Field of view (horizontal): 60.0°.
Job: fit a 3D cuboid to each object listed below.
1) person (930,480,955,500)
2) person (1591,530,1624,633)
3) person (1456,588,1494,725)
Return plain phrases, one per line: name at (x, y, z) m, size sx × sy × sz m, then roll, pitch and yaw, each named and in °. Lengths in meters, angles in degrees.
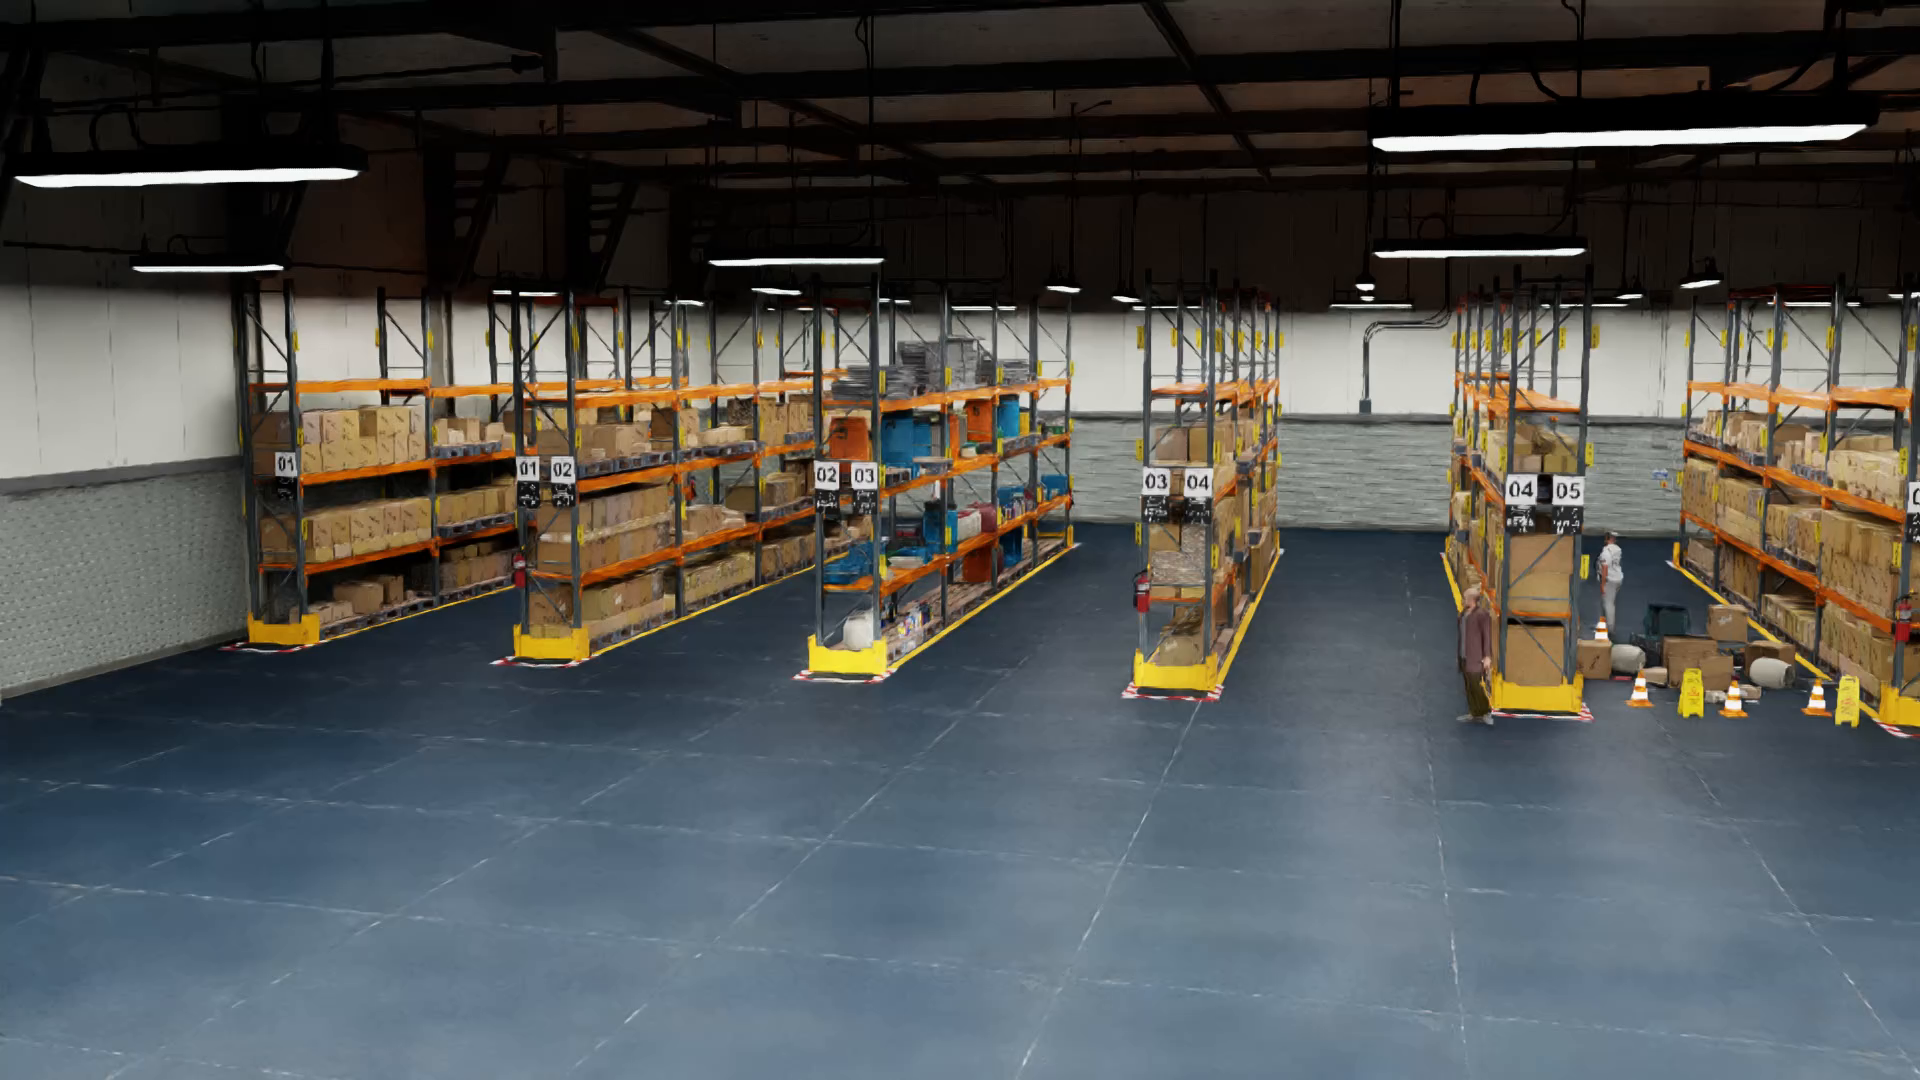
person at (-0.464, -1.157, 44.304) m, size 0.677 × 1.726 × 0.574 m, roll 1°, pitch 7°, yaw 12°
person at (11.081, 0.707, 28.521) m, size 0.501 × 1.758 × 0.588 m, roll 7°, pitch 10°, yaw 44°
person at (6.724, 1.515, 21.713) m, size 0.454 × 1.773 × 0.687 m, roll -2°, pitch 7°, yaw -18°
